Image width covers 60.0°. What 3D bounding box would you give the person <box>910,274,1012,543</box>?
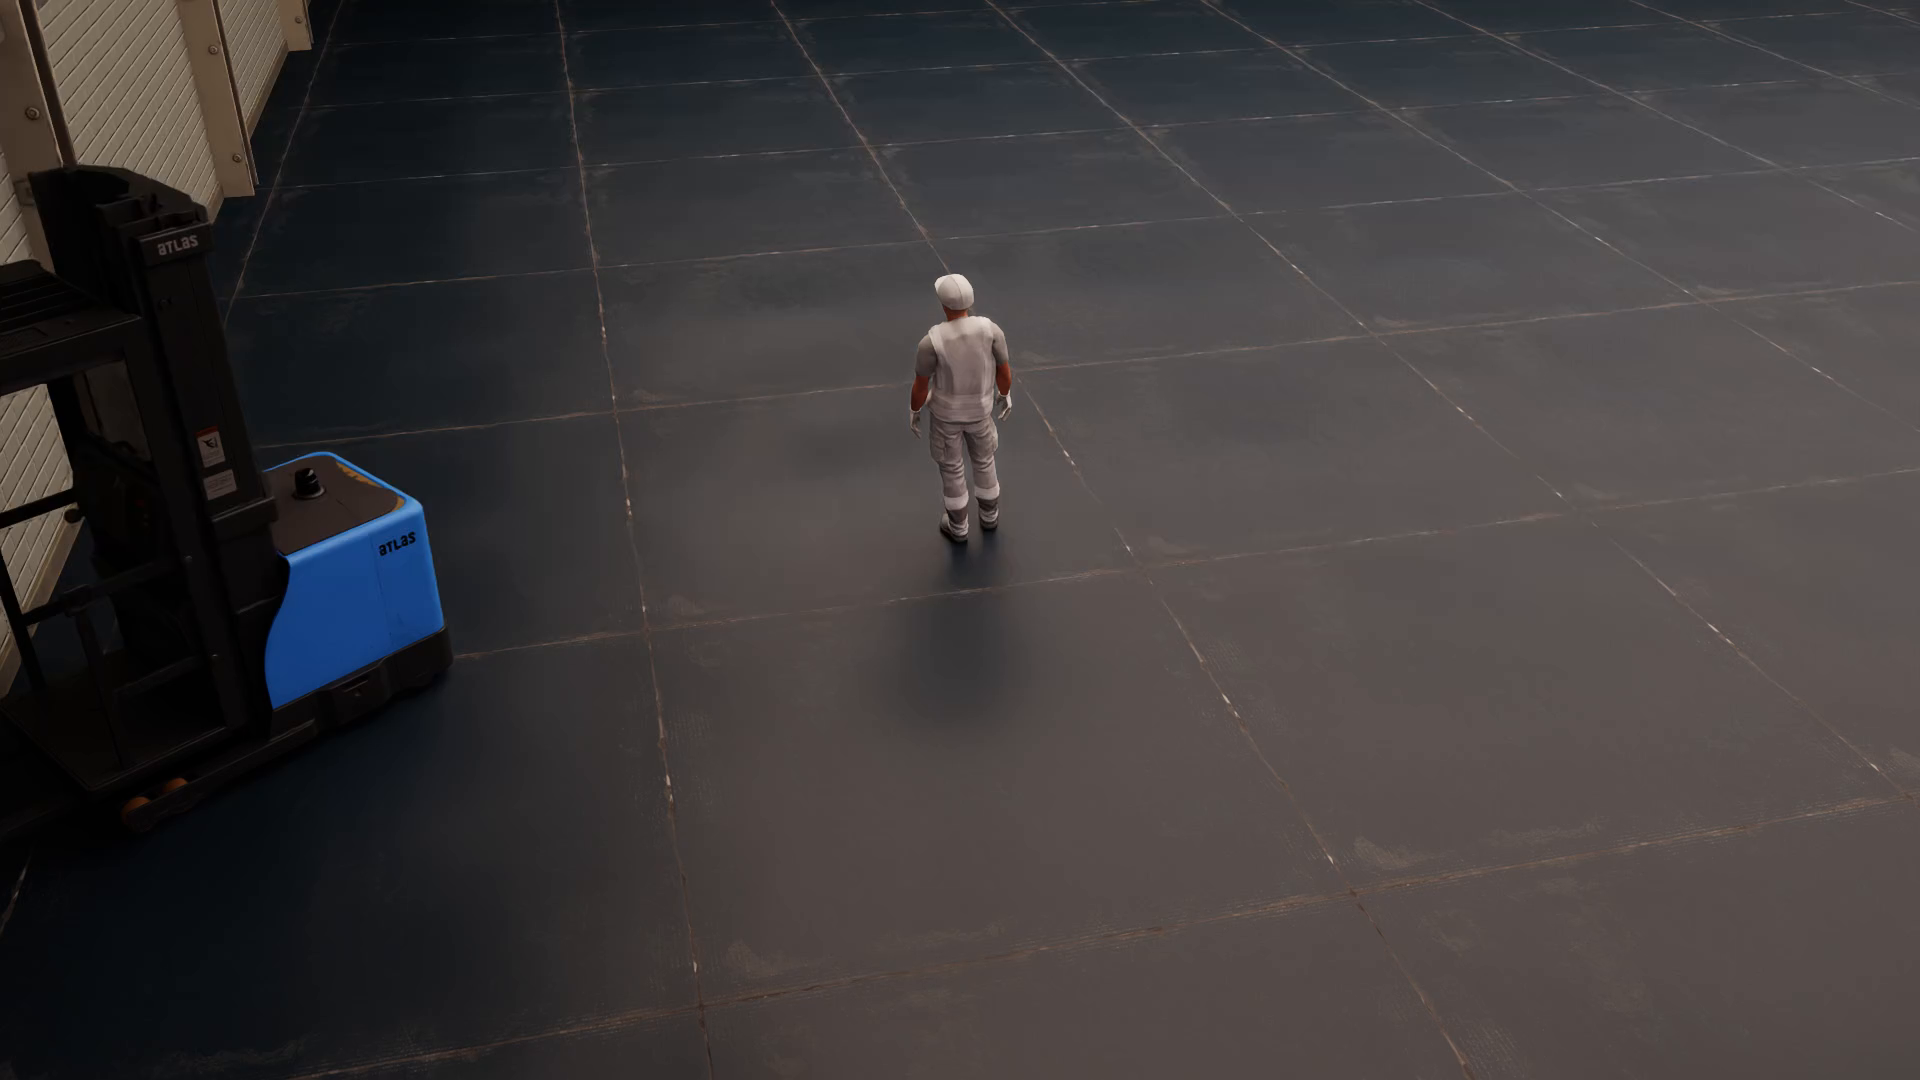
[{"bbox_3d":[-0.006,-0.821,10.118,0.637,1.787,0.564,-7,31,-12],"label":"person"}]

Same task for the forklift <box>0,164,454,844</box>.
[{"bbox_3d":[-4.152,-0.141,7.817,1.130,2.935,3.031,24,38,35],"label":"forklift"}]
